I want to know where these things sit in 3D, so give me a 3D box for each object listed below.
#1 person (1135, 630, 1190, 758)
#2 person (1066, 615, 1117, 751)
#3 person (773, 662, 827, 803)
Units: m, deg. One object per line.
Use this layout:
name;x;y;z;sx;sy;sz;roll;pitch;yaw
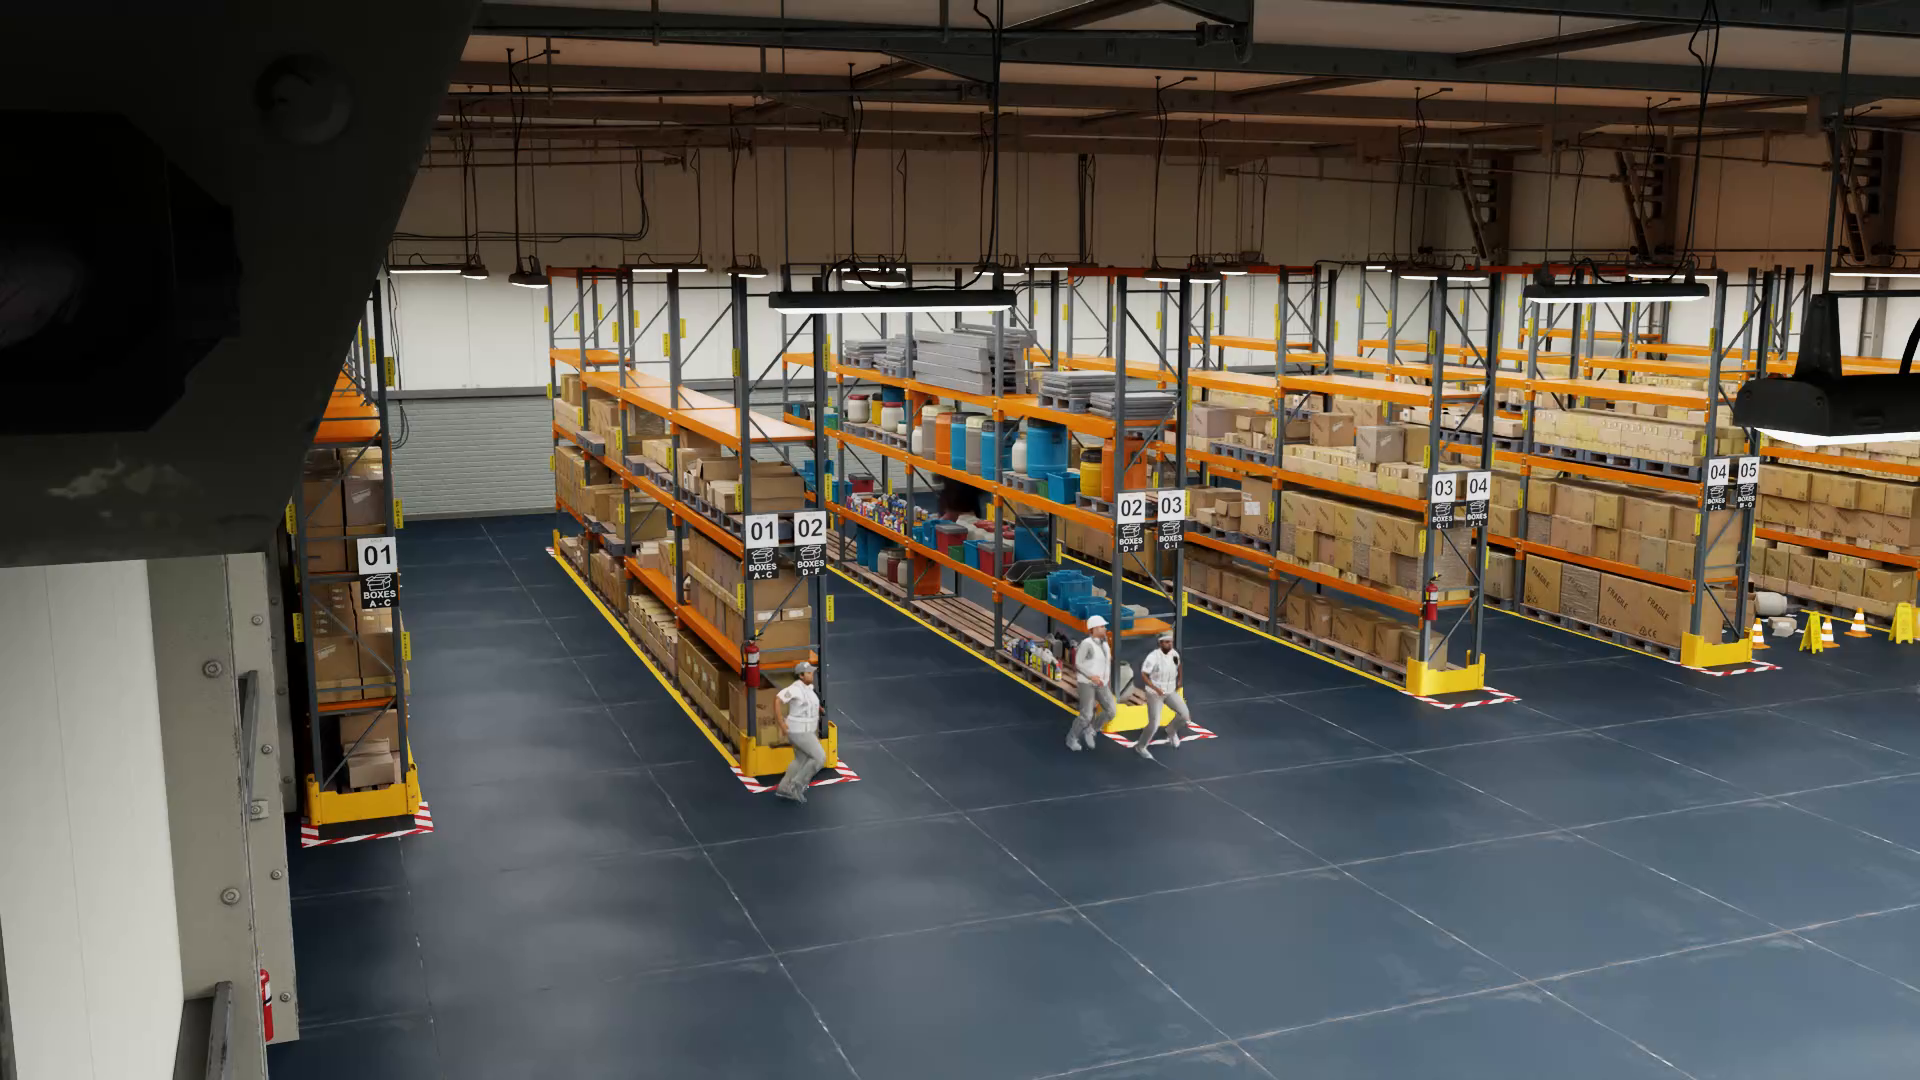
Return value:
person;2.602;1.929;20.968;0.680;1.634;0.584;-6;12;-32
person;1.744;1.818;21.240;0.604;1.719;0.714;10;14;43
person;-1.827;2.216;19.226;0.638;1.634;0.612;1;10;8
